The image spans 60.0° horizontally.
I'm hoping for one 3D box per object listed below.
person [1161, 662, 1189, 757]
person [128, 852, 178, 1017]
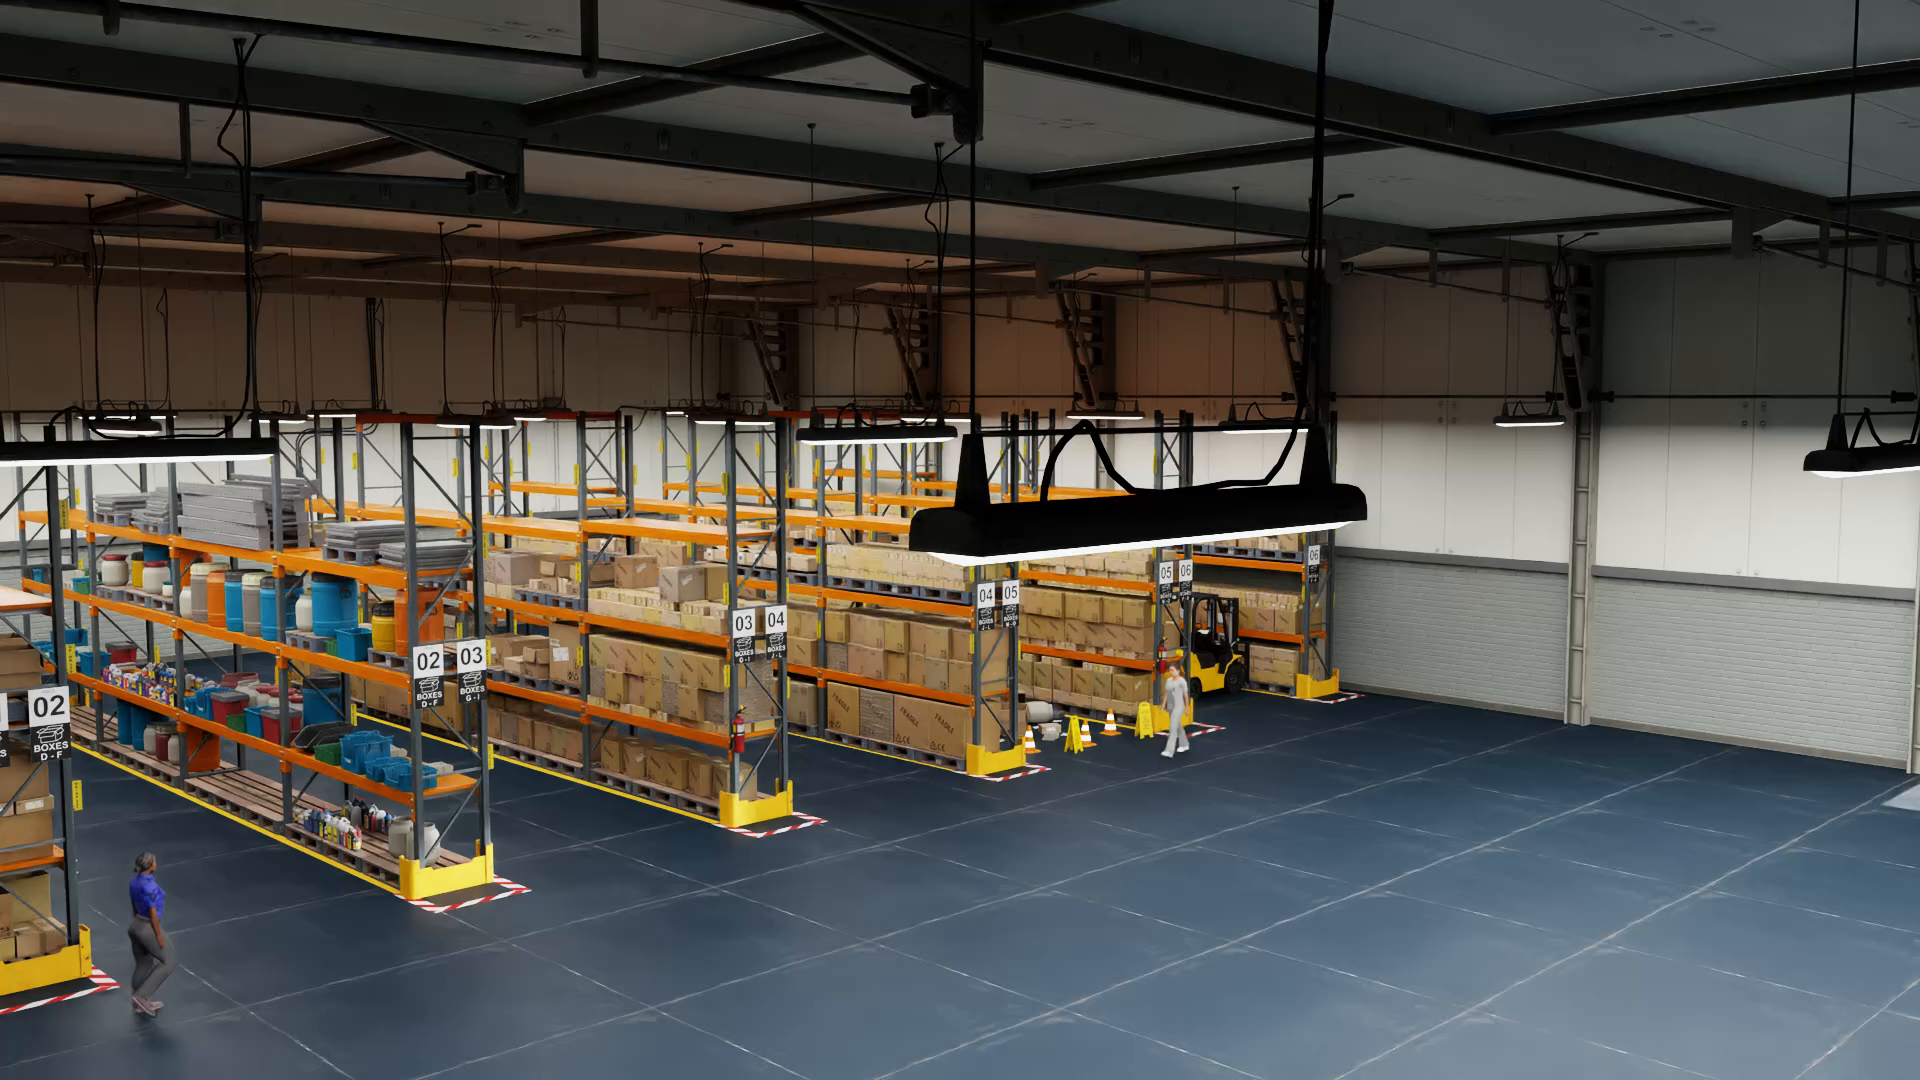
[{"bbox_3d":[3.761,2.968,29.261,0.892,1.641,0.462,-4,6,-35],"label":"person"},{"bbox_3d":[-8.314,4.013,17.005,0.480,1.657,0.428,4,6,40],"label":"person"}]
